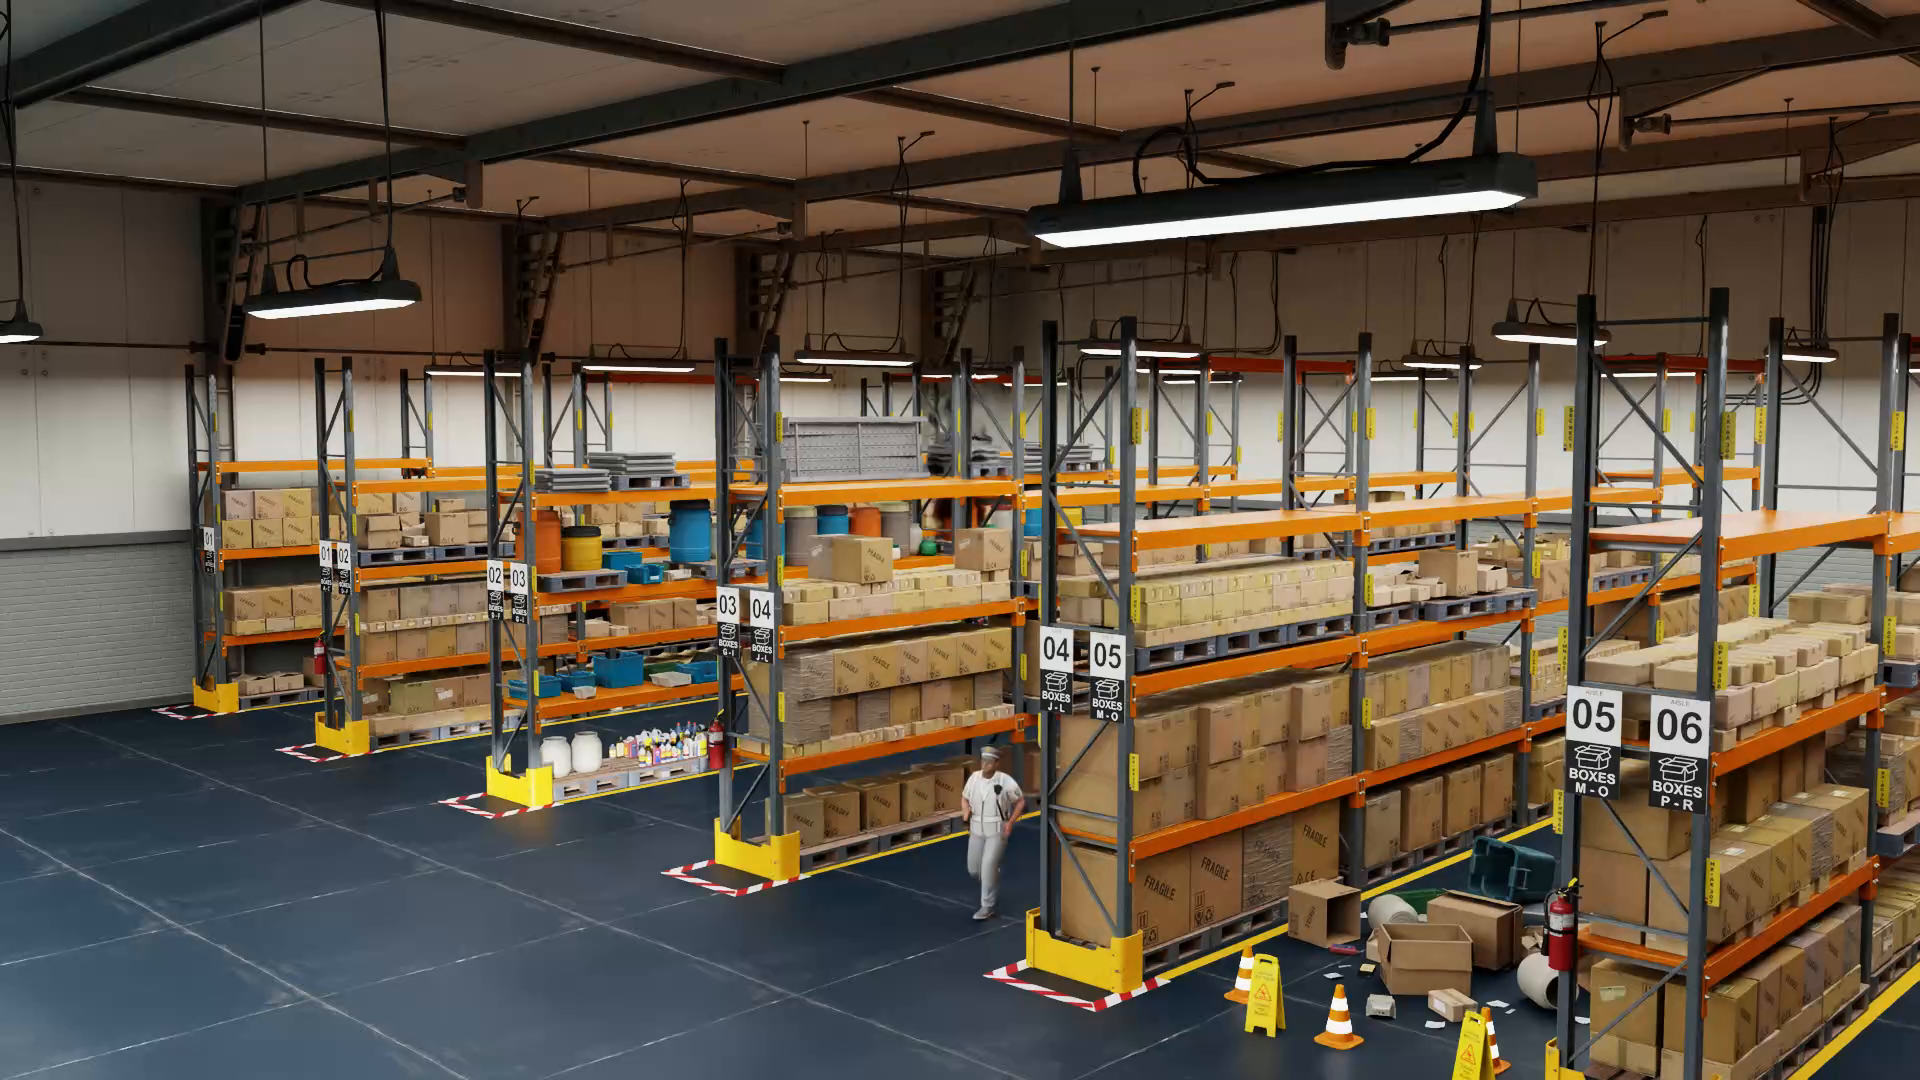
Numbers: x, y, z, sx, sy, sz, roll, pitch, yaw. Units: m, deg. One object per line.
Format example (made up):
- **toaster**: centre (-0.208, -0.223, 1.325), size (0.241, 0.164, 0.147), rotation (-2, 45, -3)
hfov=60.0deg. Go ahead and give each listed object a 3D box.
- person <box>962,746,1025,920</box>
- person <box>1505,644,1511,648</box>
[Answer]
- **person**: centre (0.322, 2.975, 17.158), size (0.668, 1.749, 0.741), rotation (2, 5, 25)
- **person**: centre (8.089, 2.406, 24.713), size (0.660, 1.730, 0.658), rotation (3, 5, 34)
